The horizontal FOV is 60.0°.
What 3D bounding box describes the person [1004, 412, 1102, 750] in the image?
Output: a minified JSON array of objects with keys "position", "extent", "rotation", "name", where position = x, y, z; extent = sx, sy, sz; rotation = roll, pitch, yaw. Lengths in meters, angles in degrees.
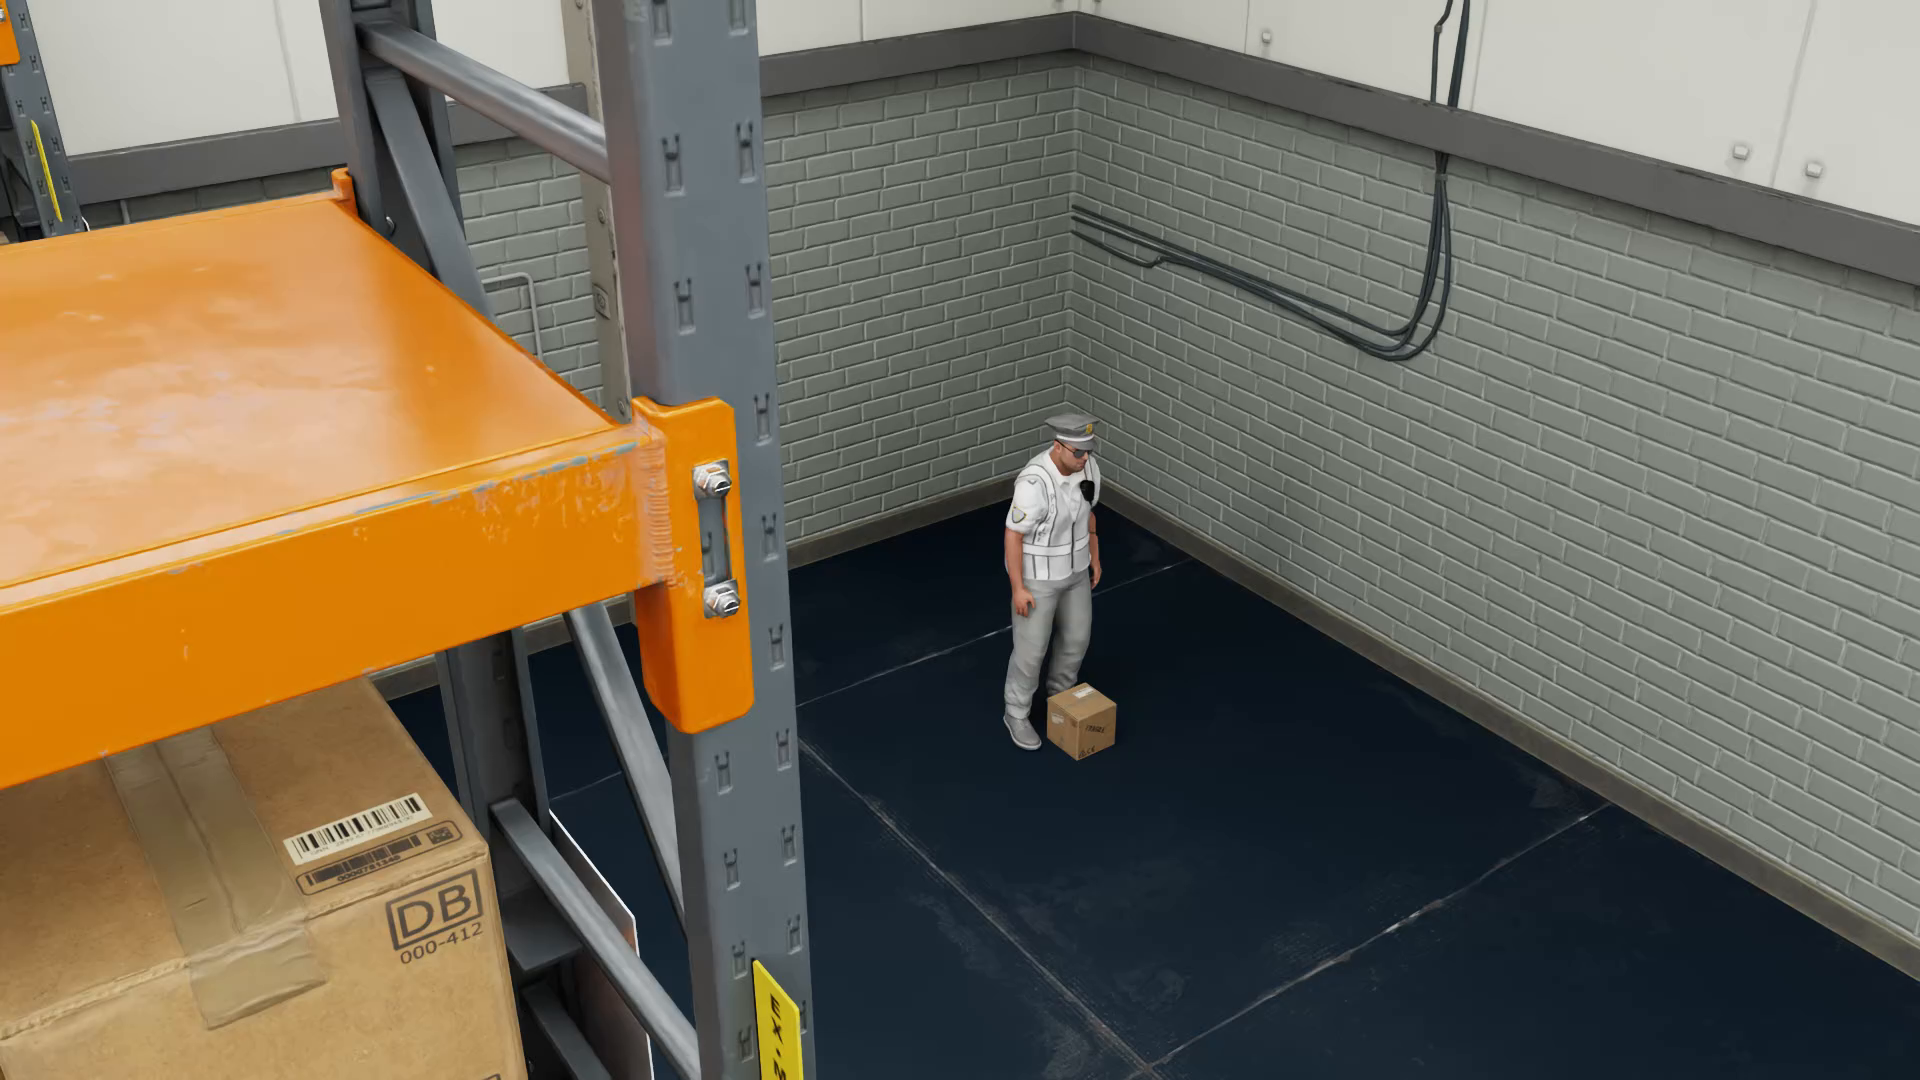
[{"position":[0.460,0.158,8.322],"extent":[0.606,1.748,0.442],"rotation":[-21,35,-34],"name":"person"}]
